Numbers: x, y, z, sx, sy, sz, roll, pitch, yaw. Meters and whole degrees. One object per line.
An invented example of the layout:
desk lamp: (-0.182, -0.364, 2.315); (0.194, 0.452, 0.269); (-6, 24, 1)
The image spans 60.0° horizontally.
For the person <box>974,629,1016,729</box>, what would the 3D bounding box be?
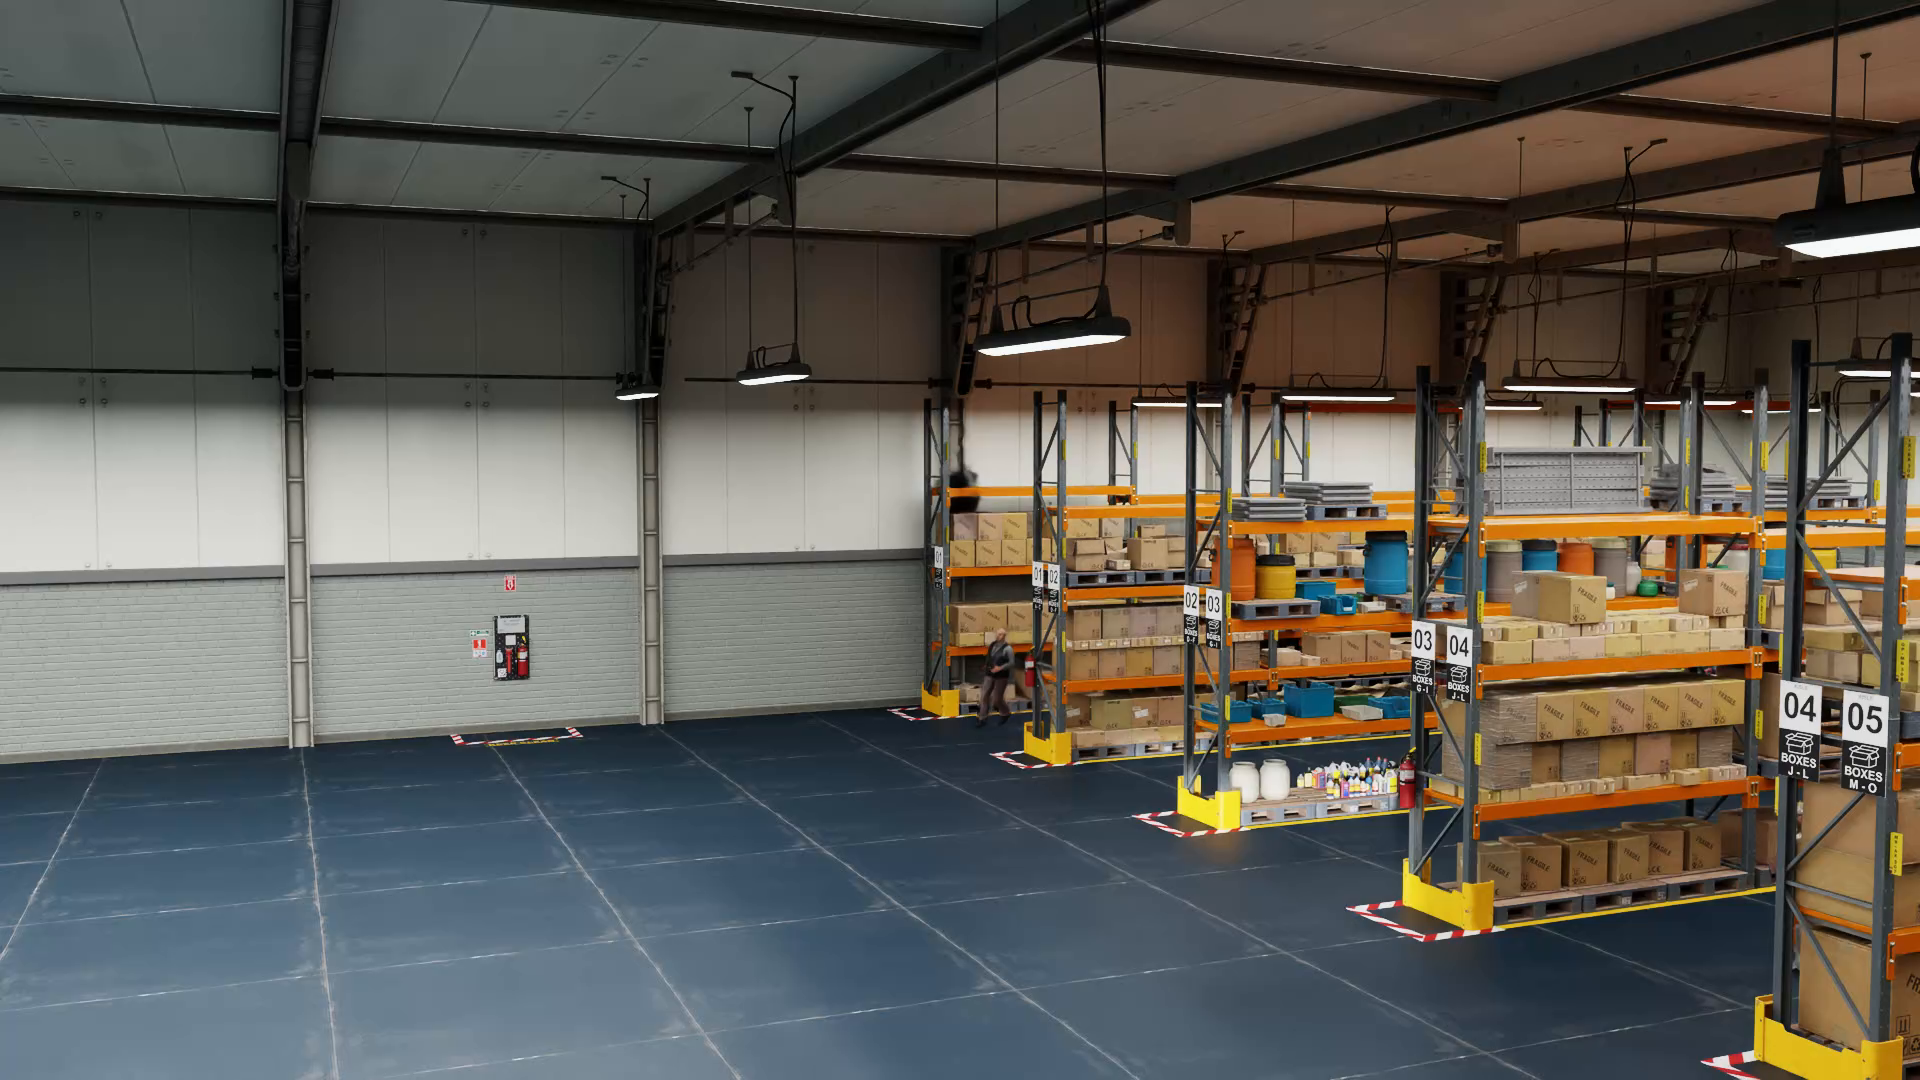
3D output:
person: (0.658, 2.373, 28.573); (0.692, 1.721, 0.790); (3, 4, 40)

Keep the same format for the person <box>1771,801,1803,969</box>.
person: (8.130, 3.375, 16.152); (0.586, 1.672, 0.561); (-2, 4, -36)
